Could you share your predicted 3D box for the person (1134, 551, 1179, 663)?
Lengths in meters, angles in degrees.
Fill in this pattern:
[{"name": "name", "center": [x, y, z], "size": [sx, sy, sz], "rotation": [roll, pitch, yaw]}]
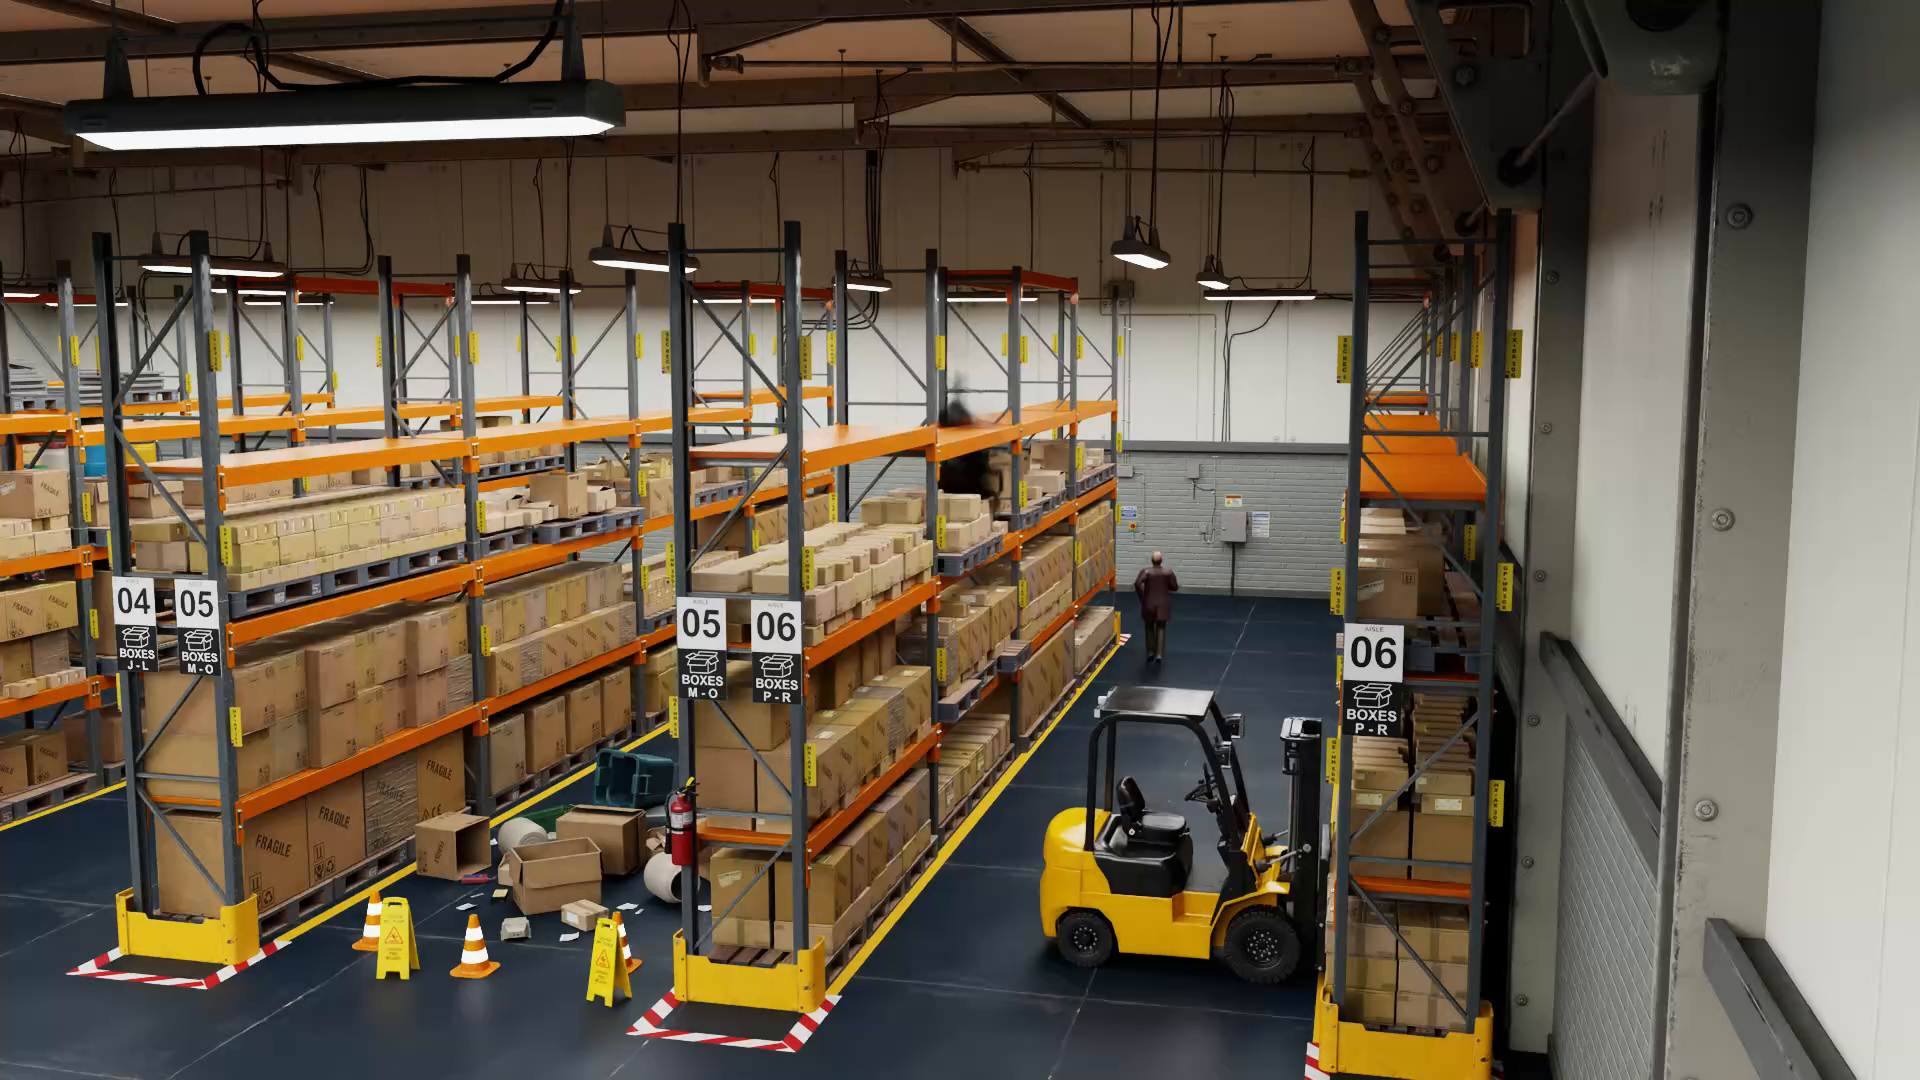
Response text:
[{"name": "person", "center": [3.087, 1.084, 26.169], "size": [0.693, 1.831, 0.861], "rotation": [1, 7, 7]}]
